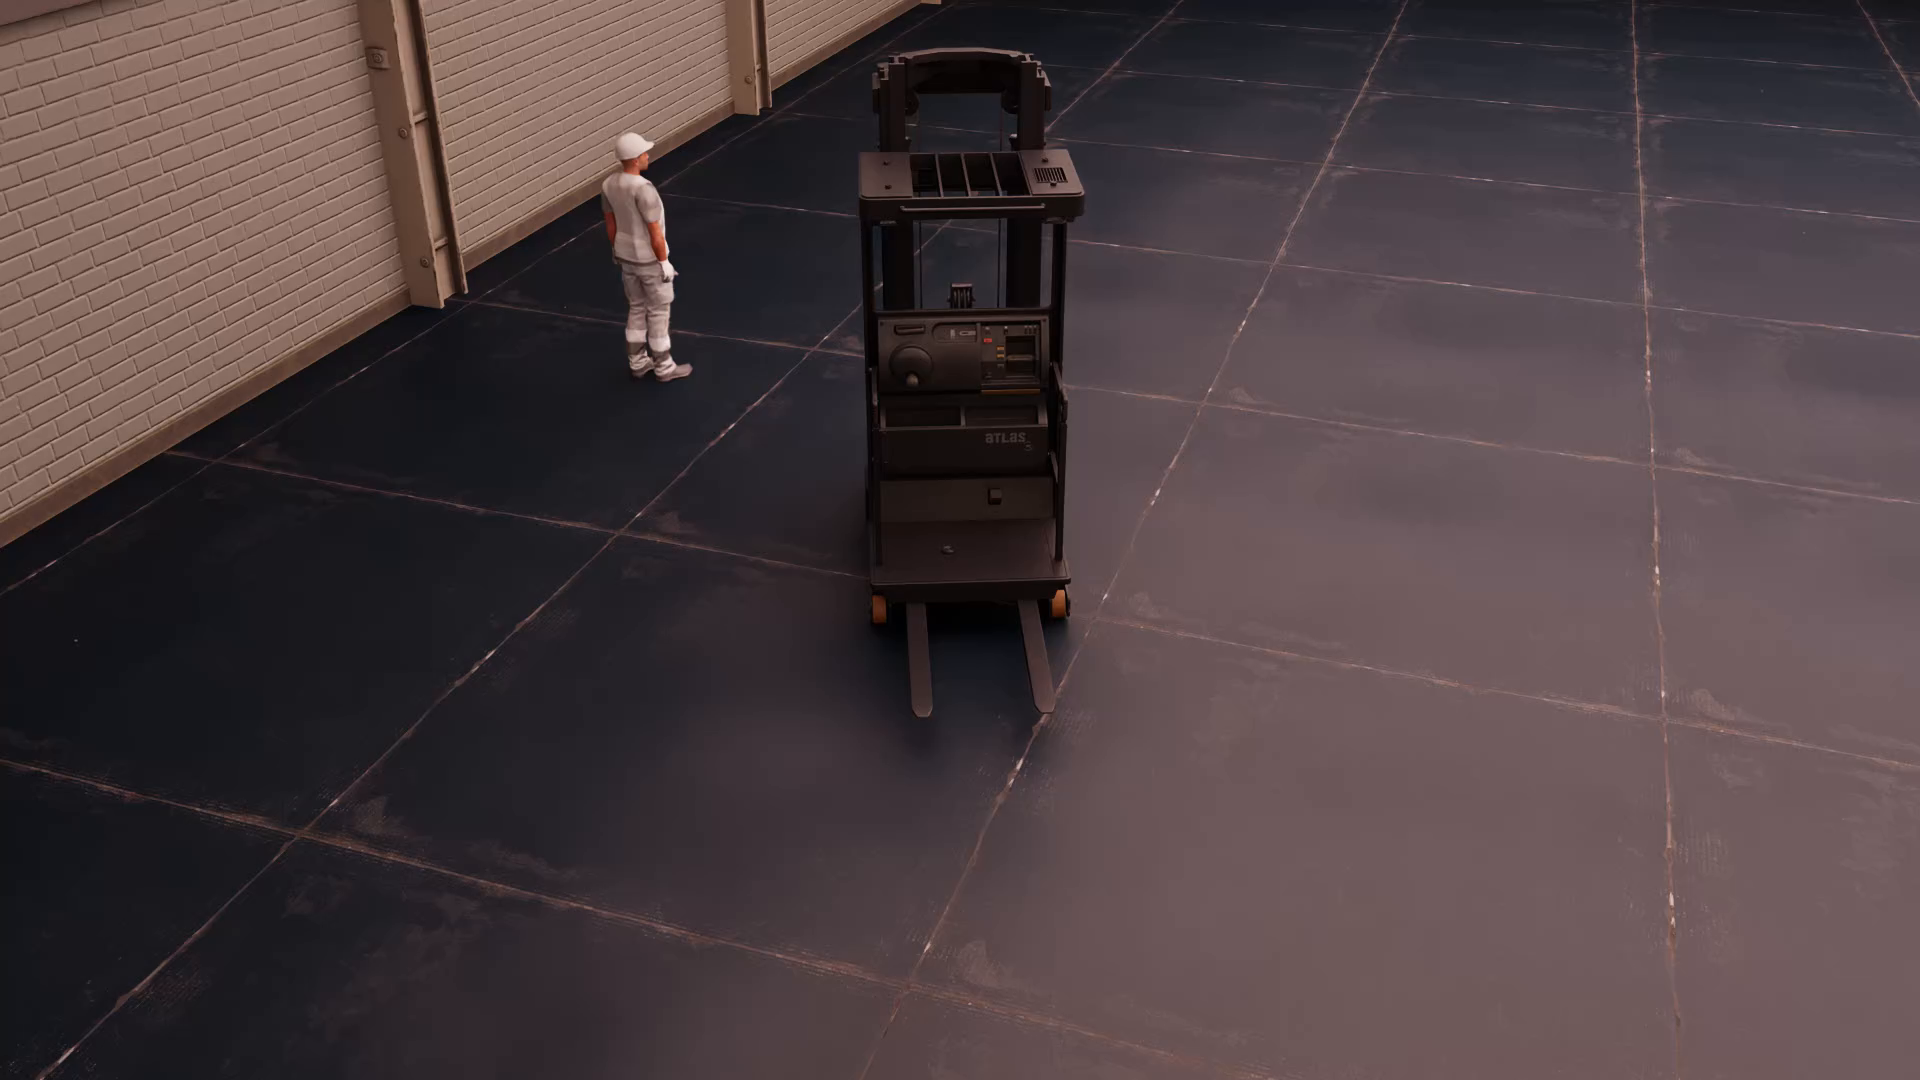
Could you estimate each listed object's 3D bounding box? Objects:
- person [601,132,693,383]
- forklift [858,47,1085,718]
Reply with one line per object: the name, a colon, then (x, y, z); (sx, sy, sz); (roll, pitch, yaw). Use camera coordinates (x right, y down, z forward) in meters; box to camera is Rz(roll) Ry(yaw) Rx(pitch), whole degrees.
person: (-2.231, -2.005, 11.808); (0.587, 1.795, 0.367); (21, 36, 32)
forklift: (0.035, -0.972, 8.842); (1.130, 2.935, 3.031); (-2, 30, -3)
